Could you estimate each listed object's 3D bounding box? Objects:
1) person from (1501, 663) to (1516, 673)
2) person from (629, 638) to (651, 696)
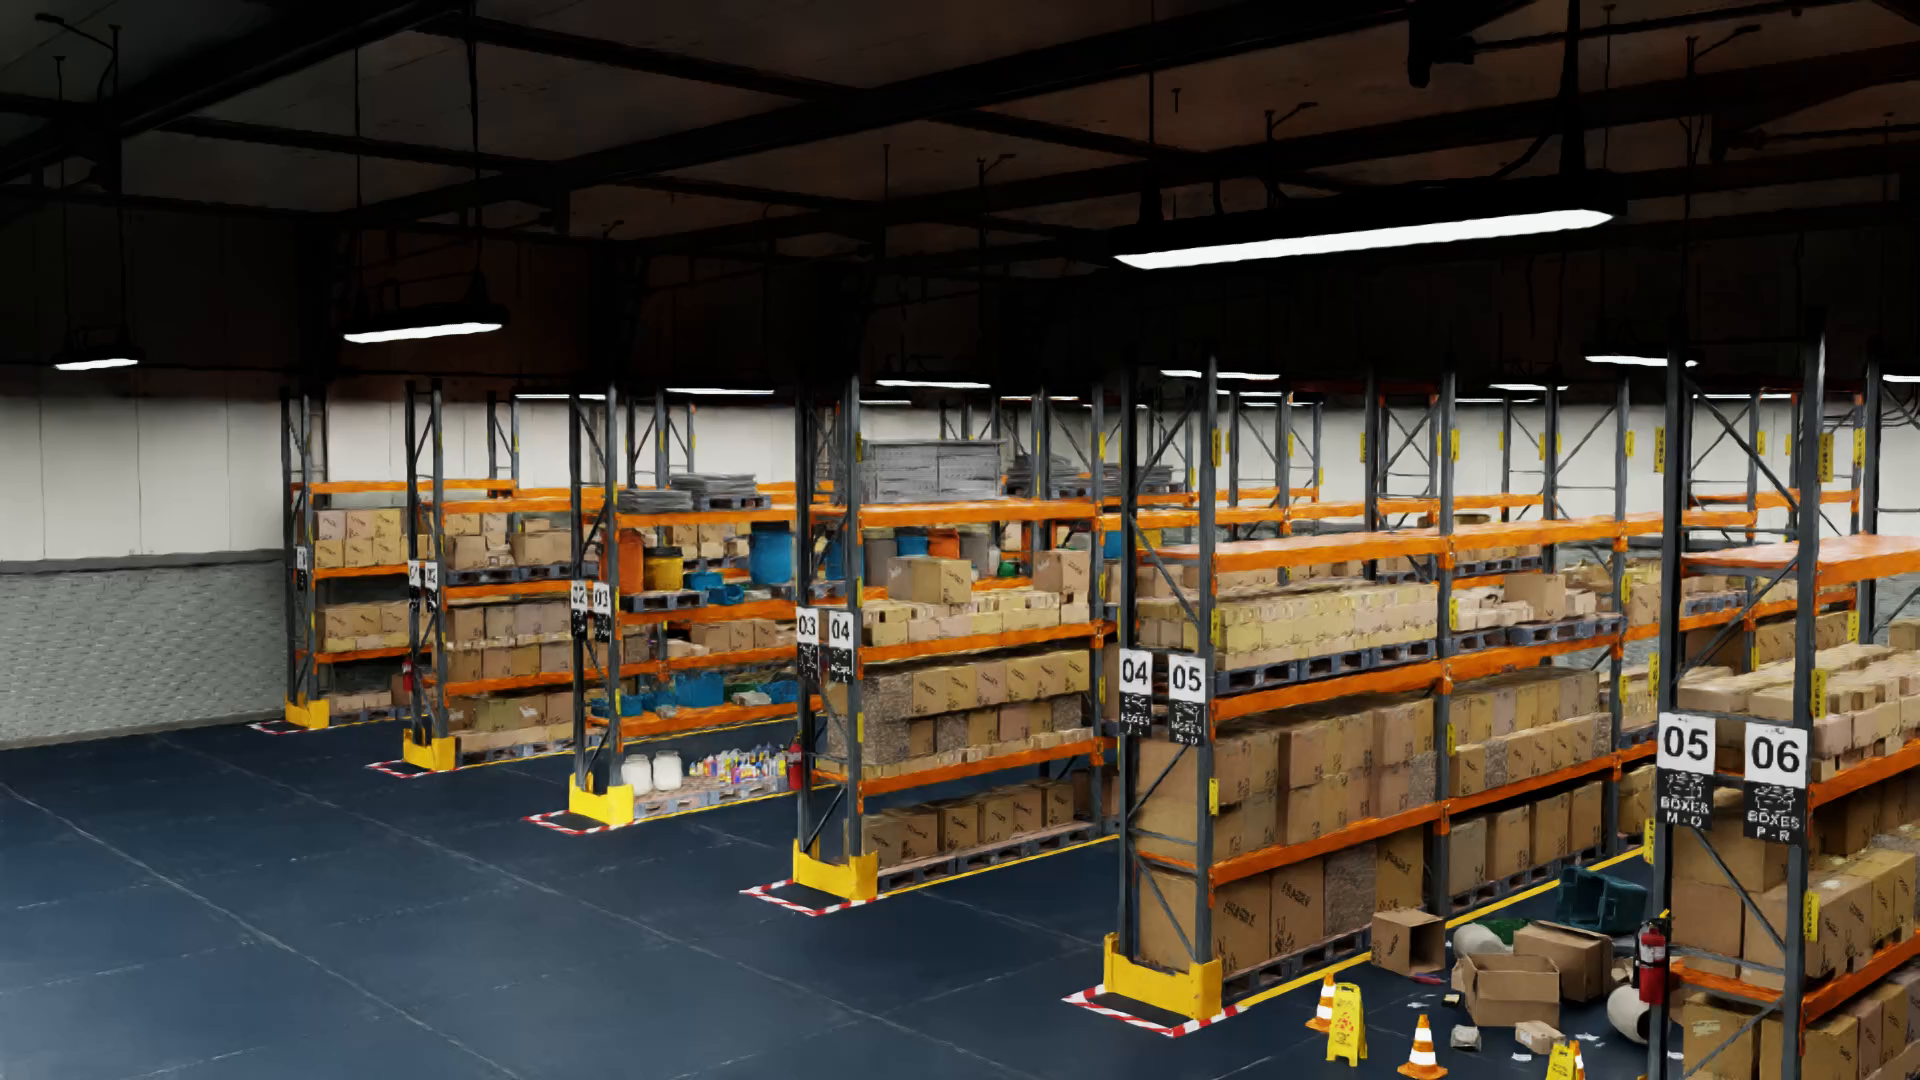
[{"bbox_3d":[8.536,2.713,25.889,0.346,1.564,0.538,2,4,31],"label":"person"},{"bbox_3d":[-5.966,2.336,30.994,0.719,1.714,0.578,4,5,44],"label":"person"}]
